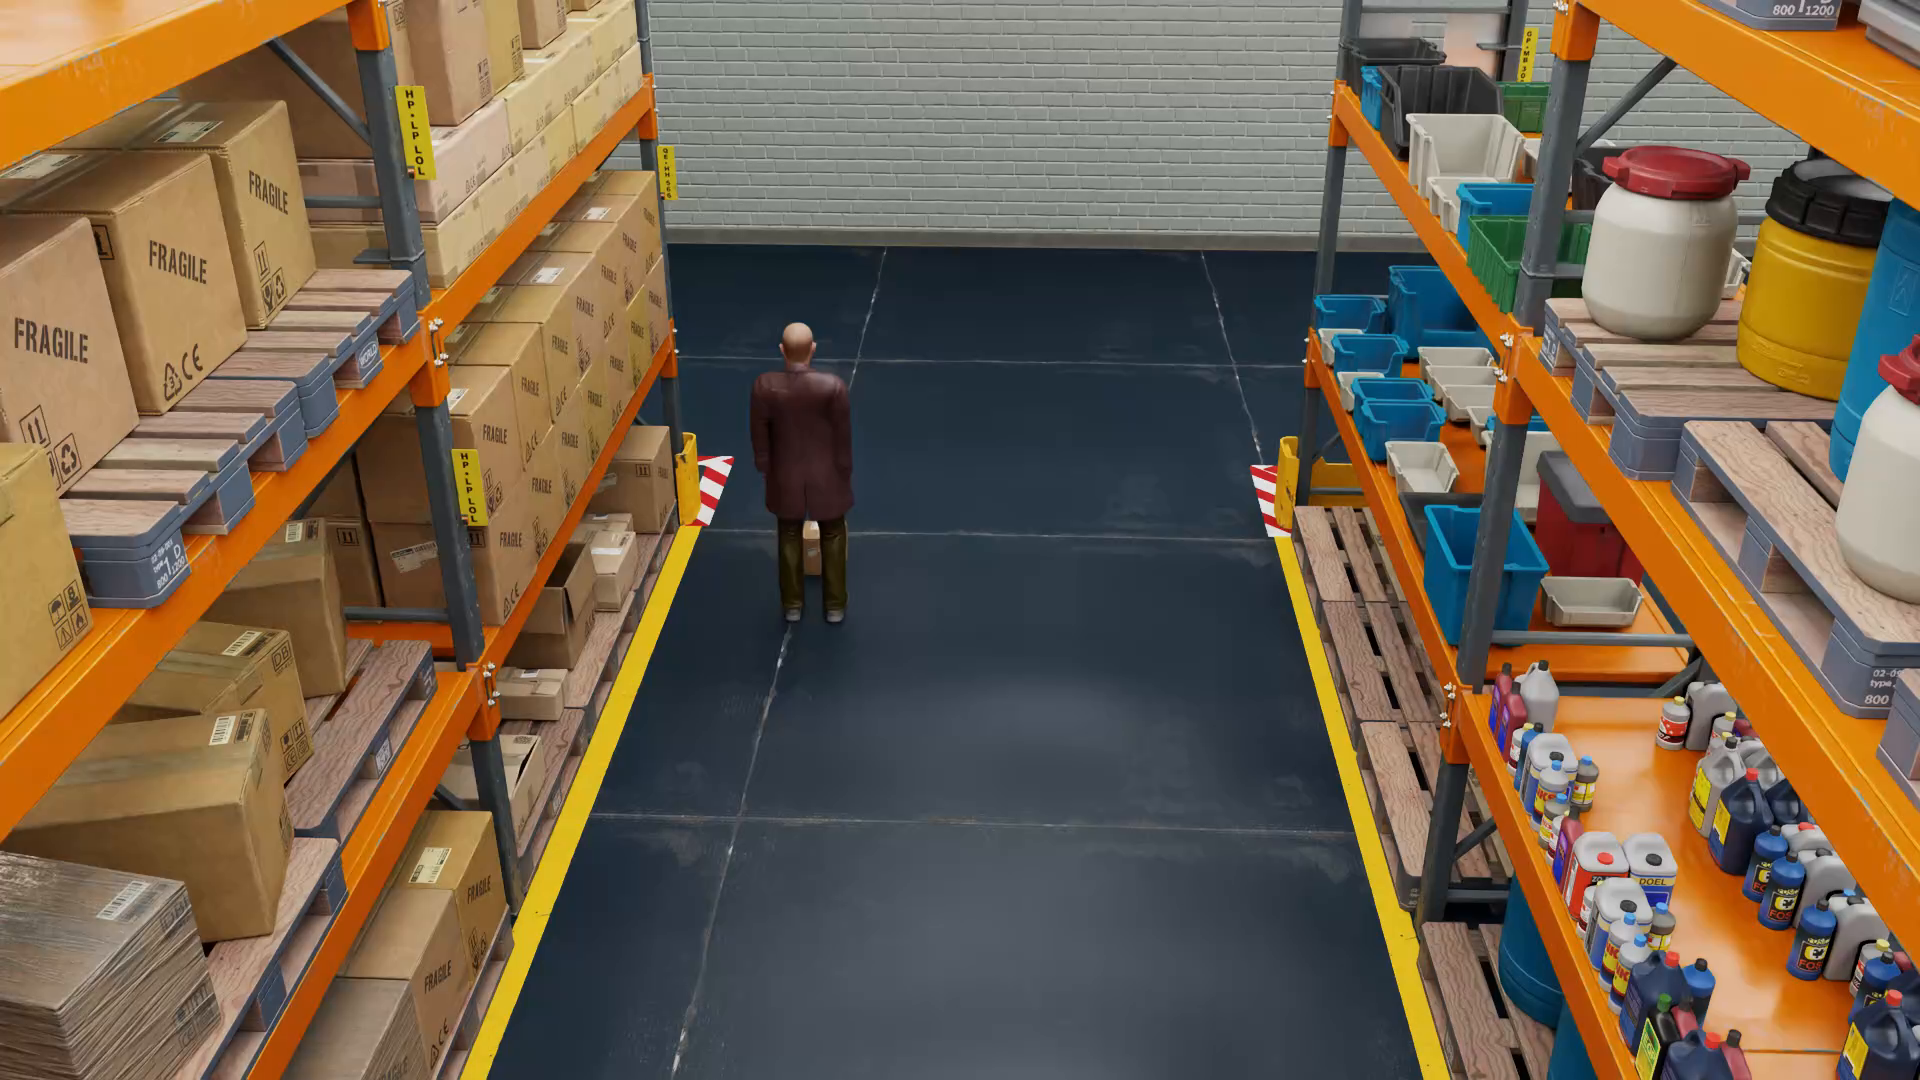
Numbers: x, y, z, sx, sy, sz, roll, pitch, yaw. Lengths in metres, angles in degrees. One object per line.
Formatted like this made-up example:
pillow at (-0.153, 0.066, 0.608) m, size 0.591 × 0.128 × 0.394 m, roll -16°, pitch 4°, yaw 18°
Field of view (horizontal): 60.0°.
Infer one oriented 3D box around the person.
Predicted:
person at (-0.879, -0.377, 9.381) m, size 0.567 × 1.765 × 0.378 m, roll 2°, pitch 28°, yaw 3°
